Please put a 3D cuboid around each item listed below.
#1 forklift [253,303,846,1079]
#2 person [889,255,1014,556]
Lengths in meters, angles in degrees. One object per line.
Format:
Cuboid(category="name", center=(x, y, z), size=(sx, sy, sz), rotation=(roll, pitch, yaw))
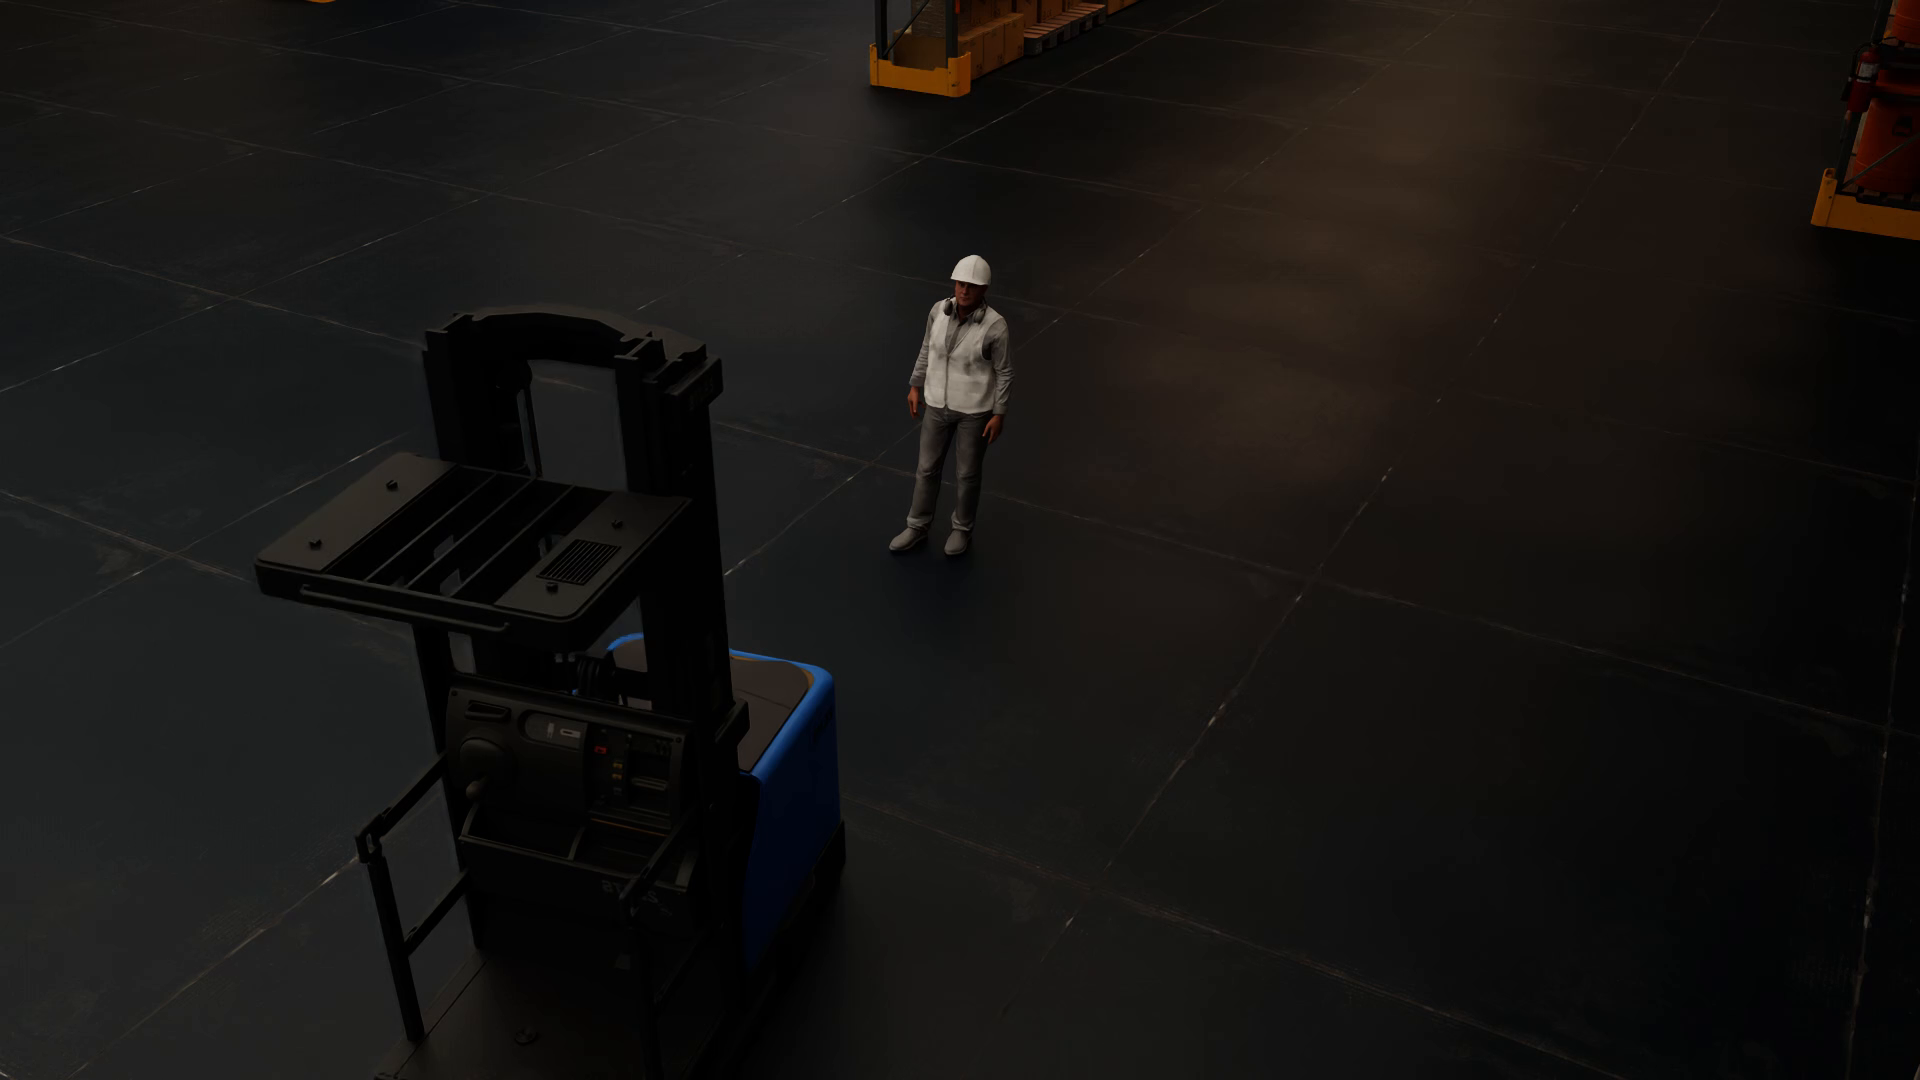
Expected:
Cuboid(category="forklift", center=(-1.451, 0.818, 5.653), size=(1.130, 2.935, 3.031), rotation=(9, 31, 16))
Cuboid(category="person", center=(-0.037, -0.750, 9.512), size=(0.632, 1.773, 0.568), rotation=(15, 33, 25))
